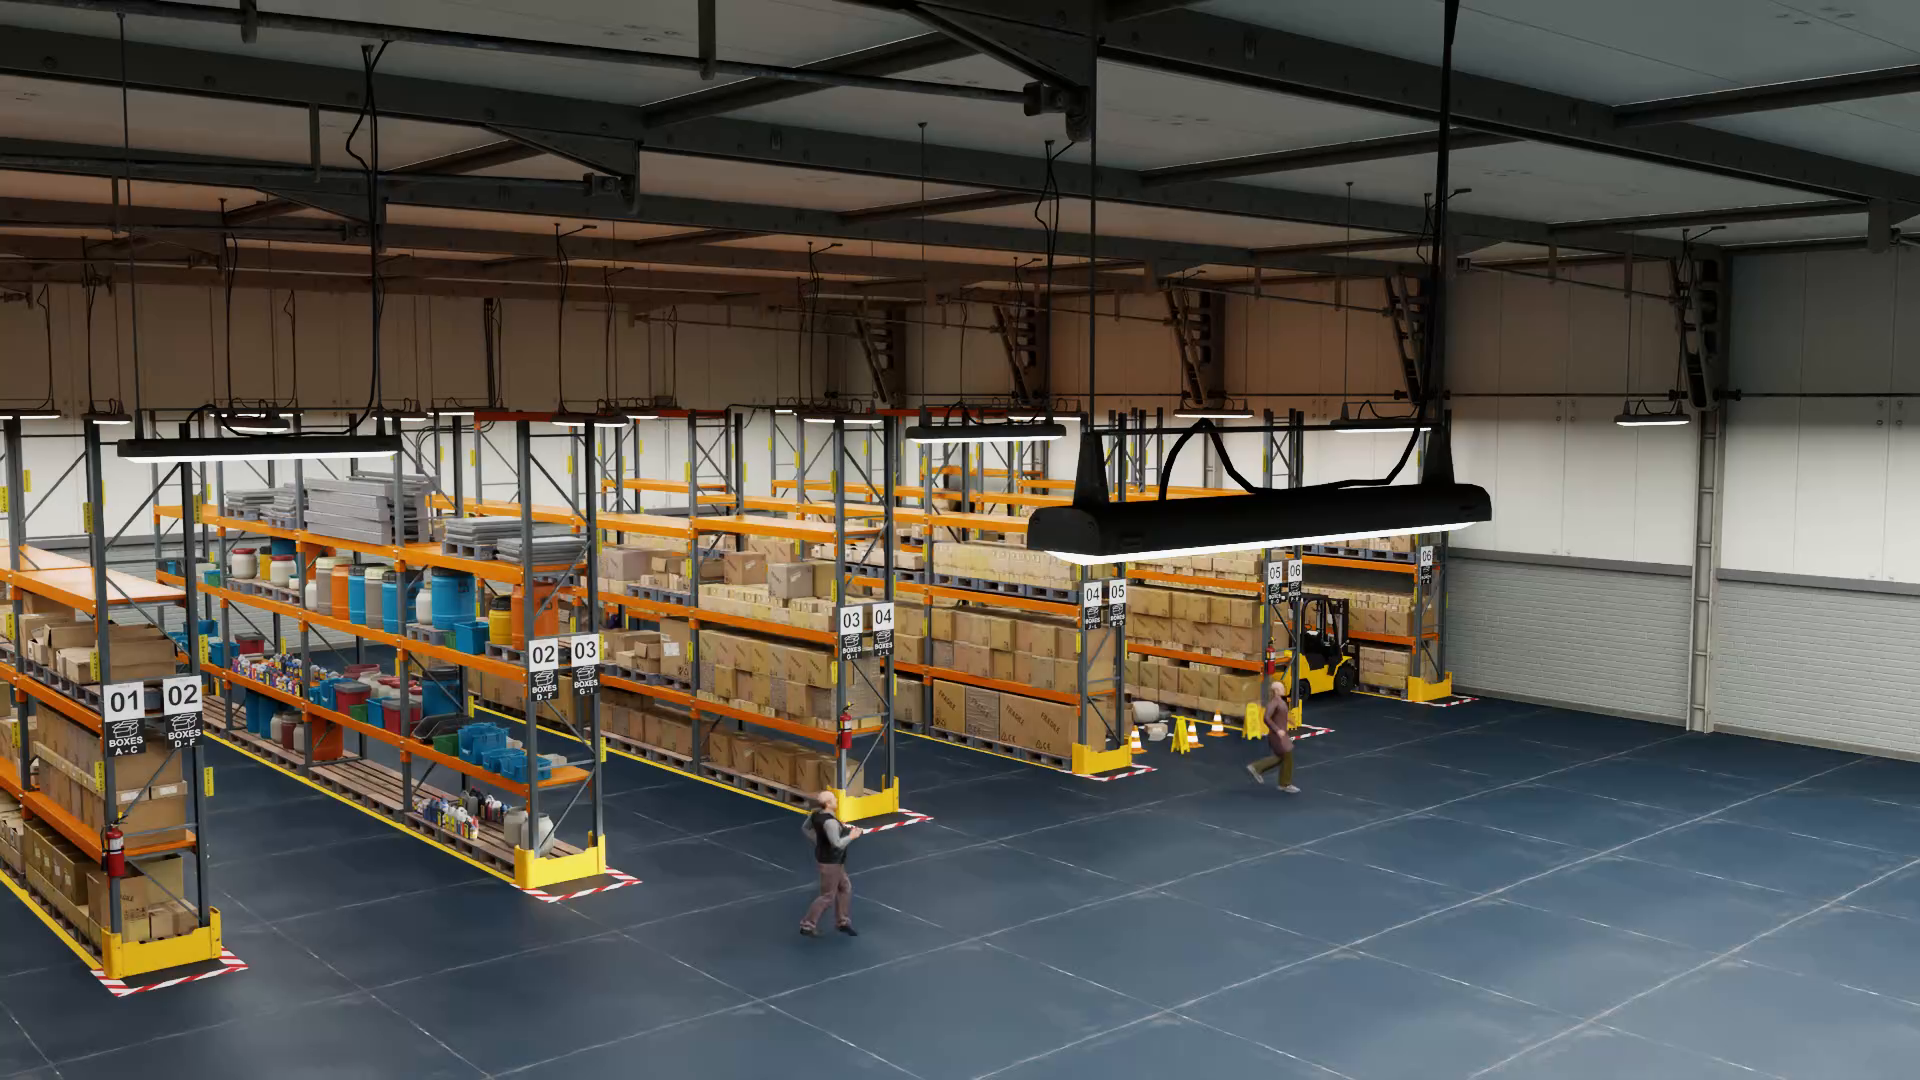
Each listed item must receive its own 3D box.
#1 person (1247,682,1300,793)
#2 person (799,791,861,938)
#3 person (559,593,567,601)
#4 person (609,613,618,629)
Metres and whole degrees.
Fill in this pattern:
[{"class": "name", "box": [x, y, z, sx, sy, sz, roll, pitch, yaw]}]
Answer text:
[{"class": "person", "box": [5.016, 3.134, 26.532, 0.844, 1.773, 0.704, 1, 5, 12]}, {"class": "person", "box": [-1.512, 3.777, 19.235, 0.742, 1.775, 0.643, -1, 5, -17]}, {"class": "person", "box": [-9.321, 2.055, 38.859, 0.768, 1.734, 0.868, -2, 5, -19]}, {"class": "person", "box": [-8.597, 1.884, 41.313, 0.912, 1.596, 0.649, 0, 5, -4]}]
